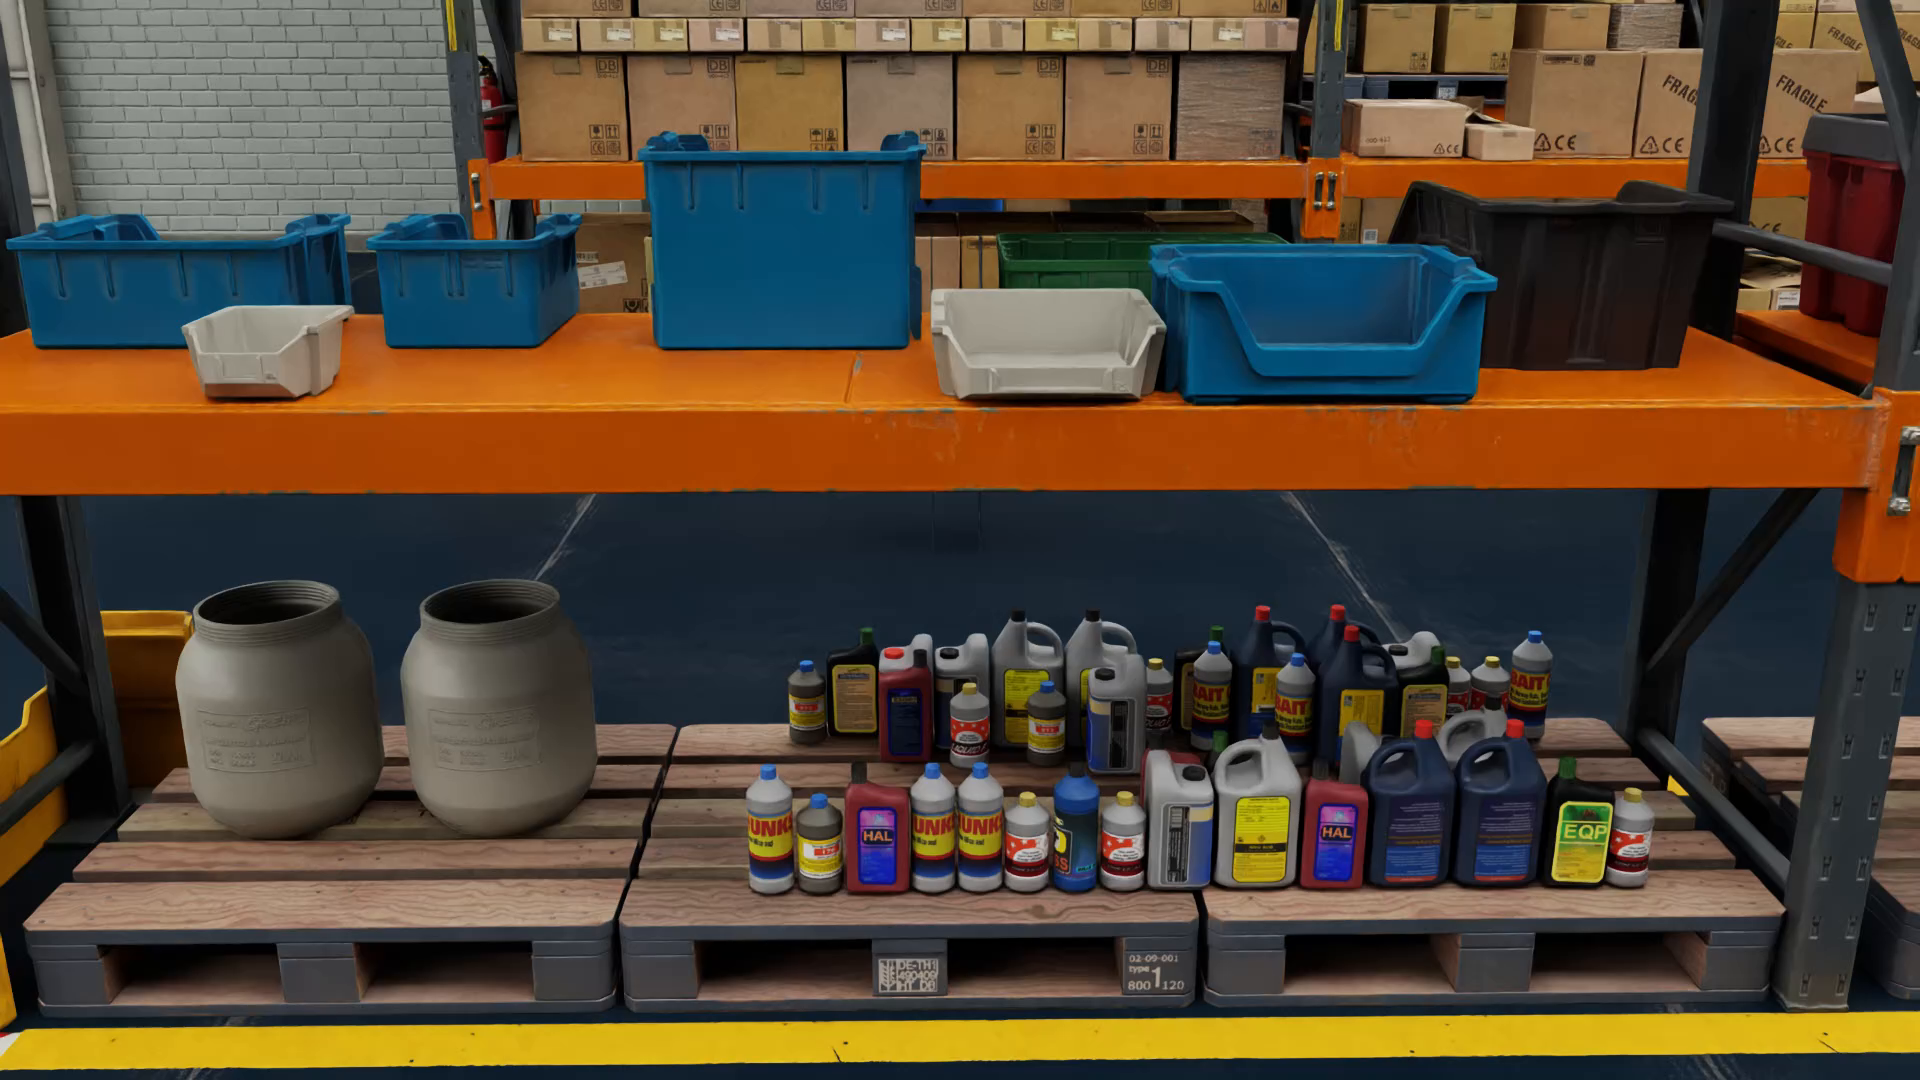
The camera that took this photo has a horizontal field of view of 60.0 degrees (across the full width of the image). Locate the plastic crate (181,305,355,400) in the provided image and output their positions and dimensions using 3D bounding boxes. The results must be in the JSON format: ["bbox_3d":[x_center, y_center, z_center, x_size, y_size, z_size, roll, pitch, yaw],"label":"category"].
[{"bbox_3d":[-1.318,-0.355,3.175,0.250,0.136,0.298,0,18,-1],"label":"plastic crate"}]

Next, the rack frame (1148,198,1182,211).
[{"bbox_3d":[1.625,-3.619,12.920,0.127,3.000,1.000,0,18,-1],"label":"rack frame"}]

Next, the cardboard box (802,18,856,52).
[{"bbox_3d":[-0.609,-2.387,7.851,0.250,0.149,0.380,-1,18,-2],"label":"cardboard box"}]

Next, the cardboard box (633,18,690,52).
[{"bbox_3d":[-1.383,-2.383,7.839,0.250,0.149,0.380,0,18,-1],"label":"cardboard box"}]

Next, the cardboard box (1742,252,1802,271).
[{"bbox_3d":[4.143,-1.364,8.784,0.500,0.311,0.500,-1,18,-2],"label":"cardboard box"}]

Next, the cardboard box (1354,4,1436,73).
[{"bbox_3d":[3.352,-3.882,12.854,0.500,0.500,0.700,2,18,7],"label":"cardboard box"}]

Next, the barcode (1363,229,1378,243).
[{"bbox_3d":[1.969,-1.457,7.979,0.075,0.075,0.001,0,18,-1],"label":"barcode"}]

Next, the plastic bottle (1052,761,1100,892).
[{"bbox_3d":[0.245,0.599,3.517,0.097,0.271,0.097,0,18,0],"label":"plastic bottle"}]

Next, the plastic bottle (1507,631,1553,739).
[{"bbox_3d":[1.456,0.364,4.249,0.097,0.271,0.097,0,18,0],"label":"plastic bottle"}]

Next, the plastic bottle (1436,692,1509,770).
[{"bbox_3d":[1.140,0.505,3.678,0.185,0.351,0.144,0,18,-1],"label":"plastic bottle"}]

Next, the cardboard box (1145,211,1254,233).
[{"bbox_3d":[1.239,-1.448,8.736,0.500,0.500,0.500,0,18,-1],"label":"cardboard box"}]

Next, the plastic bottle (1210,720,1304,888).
[{"bbox_3d":[0.628,0.552,3.533,0.185,0.351,0.144,0,18,-1],"label":"plastic bottle"}]

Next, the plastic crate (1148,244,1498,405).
[{"bbox_3d":[0.680,-0.435,3.235,0.616,0.251,0.499,0,18,-1],"label":"plastic crate"}]

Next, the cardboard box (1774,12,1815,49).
[{"bbox_3d":[6.115,-3.762,12.680,0.500,0.500,0.500,0,18,1],"label":"cardboard box"}]

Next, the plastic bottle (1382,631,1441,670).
[{"bbox_3d":[1.133,0.371,4.218,0.135,0.276,0.152,0,18,1],"label":"plastic bottle"}]

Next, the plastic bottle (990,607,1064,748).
[{"bbox_3d":[0.168,0.339,4.196,0.185,0.351,0.144,0,18,1],"label":"plastic bottle"}]

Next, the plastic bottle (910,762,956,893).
[{"bbox_3d":[-0.057,0.600,3.512,0.097,0.271,0.097,0,18,0],"label":"plastic bottle"}]

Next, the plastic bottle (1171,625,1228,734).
[{"bbox_3d":[0.614,0.356,4.252,0.133,0.283,0.061,1,18,2],"label":"plastic bottle"}]

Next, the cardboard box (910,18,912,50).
[{"bbox_3d":[-0.362,-2.512,8.241,0.250,0.149,0.380,-1,18,-2],"label":"cardboard box"}]

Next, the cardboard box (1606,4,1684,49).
[{"bbox_3d":[5.155,-3.890,12.881,0.500,0.500,0.700,-2,18,-7],"label":"cardboard box"}]

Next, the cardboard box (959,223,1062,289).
[{"bbox_3d":[0.247,-1.283,8.222,0.500,0.500,0.500,0,18,-1],"label":"cardboard box"}]

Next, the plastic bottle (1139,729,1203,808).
[{"bbox_3d":[0.463,0.551,3.646,0.133,0.283,0.061,0,18,-1],"label":"plastic bottle"}]

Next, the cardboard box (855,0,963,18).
[{"bbox_3d":[-0.242,-2.760,7.955,0.500,0.500,0.700,0,18,-1],"label":"cardboard box"}]

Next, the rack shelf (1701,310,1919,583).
[{"bbox_3d":[3.782,-0.261,3.627,4.000,0.370,1.077,0,18,-1],"label":"rack shelf"}]

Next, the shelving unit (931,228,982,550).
[{"bbox_3d":[-0.014,-0.571,6.364,0.189,1.200,0.258,0,18,-1],"label":"shelving unit"}]

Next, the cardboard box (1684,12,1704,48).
[{"bbox_3d":[6.093,-3.920,13.174,0.500,0.500,0.500,0,18,-1],"label":"cardboard box"}]

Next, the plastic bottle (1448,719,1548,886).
[{"bbox_3d":[1.142,0.549,3.541,0.185,0.351,0.144,-1,18,-2],"label":"plastic bottle"}]

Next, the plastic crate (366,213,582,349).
[{"bbox_3d":[-1.073,-0.599,3.747,0.408,0.251,0.499,0,18,-1],"label":"plastic crate"}]

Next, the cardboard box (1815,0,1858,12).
[{"bbox_3d":[6.620,-4.121,12.572,0.500,0.250,0.500,-1,18,-2],"label":"cardboard box"}]

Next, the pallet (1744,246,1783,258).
[{"bbox_3d":[6.414,-2.292,13.346,1.213,0.211,1.003,0,18,-1],"label":"pallet"}]

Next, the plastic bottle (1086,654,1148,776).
[{"bbox_3d":[0.382,0.419,4.069,0.135,0.276,0.152,0,18,-1],"label":"plastic bottle"}]

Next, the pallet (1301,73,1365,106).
[{"bbox_3d":[2.392,-3.487,12.822,1.213,0.211,1.003,0,18,-1],"label":"pallet"}]

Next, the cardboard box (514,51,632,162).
[{"bbox_3d":[-1.825,-2.133,8.123,0.500,0.500,0.700,0,18,-1],"label":"cardboard box"}]

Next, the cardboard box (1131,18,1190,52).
[{"bbox_3d":[0.930,-2.394,7.873,0.250,0.149,0.380,-1,18,-2],"label":"cardboard box"}]

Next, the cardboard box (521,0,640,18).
[{"bbox_3d":[-1.772,-2.751,7.925,0.500,0.500,0.700,0,18,-1],"label":"cardboard box"}]

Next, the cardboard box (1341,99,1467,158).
[{"bbox_3d":[2.199,-2.051,8.275,0.500,0.250,0.500,1,18,3],"label":"cardboard box"}]

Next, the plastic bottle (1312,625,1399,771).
[{"bbox_3d":[0.970,0.379,4.070,0.185,0.351,0.144,0,18,-1],"label":"plastic bottle"}]

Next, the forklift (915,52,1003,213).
[{"bbox_3d":[-0.345,-2.990,11.071,1.130,2.935,3.031,-1,18,-4],"label":"forklift"}]

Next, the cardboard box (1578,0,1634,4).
[{"bbox_3d":[4.959,-4.188,12.746,0.250,0.149,0.380,-3,18,-10],"label":"cardboard box"}]

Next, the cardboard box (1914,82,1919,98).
[{"bbox_3d":[7.244,-3.474,12.845,0.250,0.149,0.380,0,18,0],"label":"cardboard box"}]

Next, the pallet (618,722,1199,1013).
[{"bbox_3d":[-0.113,0.731,3.922,1.213,0.211,1.003,0,18,-1],"label":"pallet"}]

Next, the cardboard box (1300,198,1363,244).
[{"bbox_3d":[2.877,-2.665,13.317,0.500,0.500,0.700,-1,18,-2],"label":"cardboard box"}]

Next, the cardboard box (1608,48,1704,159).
[{"bbox_3d":[3.503,-2.158,8.200,0.500,0.500,0.500,0,18,-1],"label":"cardboard box"}]

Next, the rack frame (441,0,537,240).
[{"bbox_3d":[-2.292,-2.087,8.143,0.127,3.000,1.000,0,18,-1],"label":"rack frame"}]

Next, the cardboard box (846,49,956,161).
[{"bbox_3d":[-0.277,-2.141,8.149,0.500,0.500,0.700,0,18,1],"label":"cardboard box"}]

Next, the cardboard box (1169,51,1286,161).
[{"bbox_3d":[1.264,-2.150,8.175,0.500,0.500,0.700,-1,18,-2],"label":"cardboard box"}]

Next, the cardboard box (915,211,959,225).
[{"bbox_3d":[-0.261,-1.440,8.711,0.500,0.500,0.500,0,18,-1],"label":"cardboard box"}]

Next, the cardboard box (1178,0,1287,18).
[{"bbox_3d":[1.264,-2.768,7.977,0.500,0.500,0.700,0,18,-1],"label":"cardboard box"}]

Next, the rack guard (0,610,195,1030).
[{"bbox_3d":[-2.142,0.601,3.855,0.348,0.500,1.175,0,18,-1],"label":"rack guard"}]

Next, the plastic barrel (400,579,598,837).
[{"bbox_3d":[-1.060,0.381,3.833,0.421,0.512,0.421,0,18,0],"label":"plastic barrel"}]

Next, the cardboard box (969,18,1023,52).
[{"bbox_3d":[0.169,-2.391,7.863,0.250,0.149,0.380,0,18,1],"label":"cardboard box"}]

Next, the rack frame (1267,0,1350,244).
[{"bbox_3d":[1.707,-2.106,8.203,0.127,3.000,1.000,0,18,-1],"label":"rack frame"}]

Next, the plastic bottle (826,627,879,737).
[{"bbox_3d":[-0.272,0.361,4.239,0.133,0.283,0.061,0,18,0],"label":"plastic bottle"}]

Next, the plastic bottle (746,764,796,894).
[{"bbox_3d":[-0.400,0.602,3.507,0.097,0.271,0.097,0,18,0],"label":"plastic bottle"}]

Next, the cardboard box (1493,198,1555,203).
[{"bbox_3d":[4.389,-2.672,13.337,0.500,0.500,0.700,0,18,-1],"label":"cardboard box"}]
